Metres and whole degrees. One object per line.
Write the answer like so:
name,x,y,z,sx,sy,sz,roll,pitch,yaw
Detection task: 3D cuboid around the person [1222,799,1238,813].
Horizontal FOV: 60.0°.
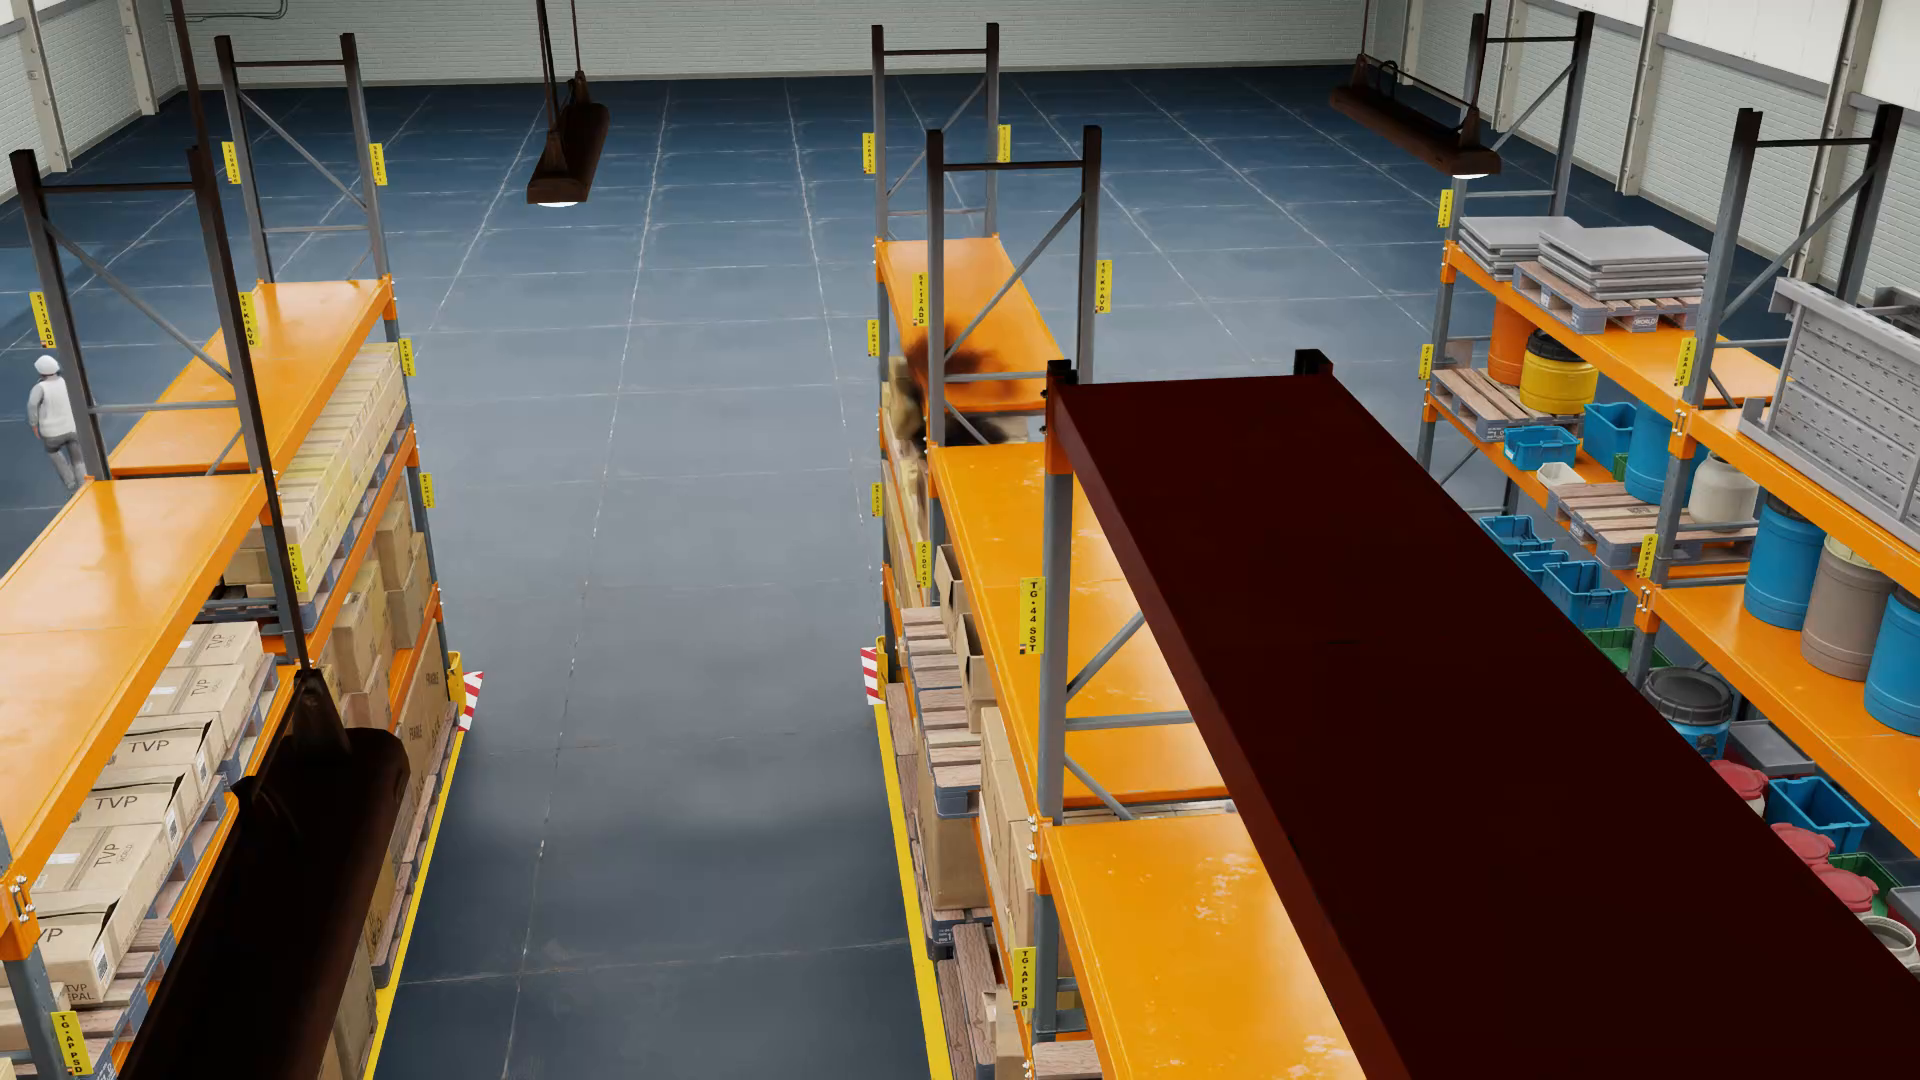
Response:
person,1.829,1.772,11.911,0.670,1.718,0.753,-4,26,-9

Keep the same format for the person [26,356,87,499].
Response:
person,-10.285,-1.234,19.050,0.680,1.783,0.822,-22,33,-38

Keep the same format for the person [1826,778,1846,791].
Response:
person,7.174,1.271,13.826,0.610,1.754,0.889,-8,27,-16
